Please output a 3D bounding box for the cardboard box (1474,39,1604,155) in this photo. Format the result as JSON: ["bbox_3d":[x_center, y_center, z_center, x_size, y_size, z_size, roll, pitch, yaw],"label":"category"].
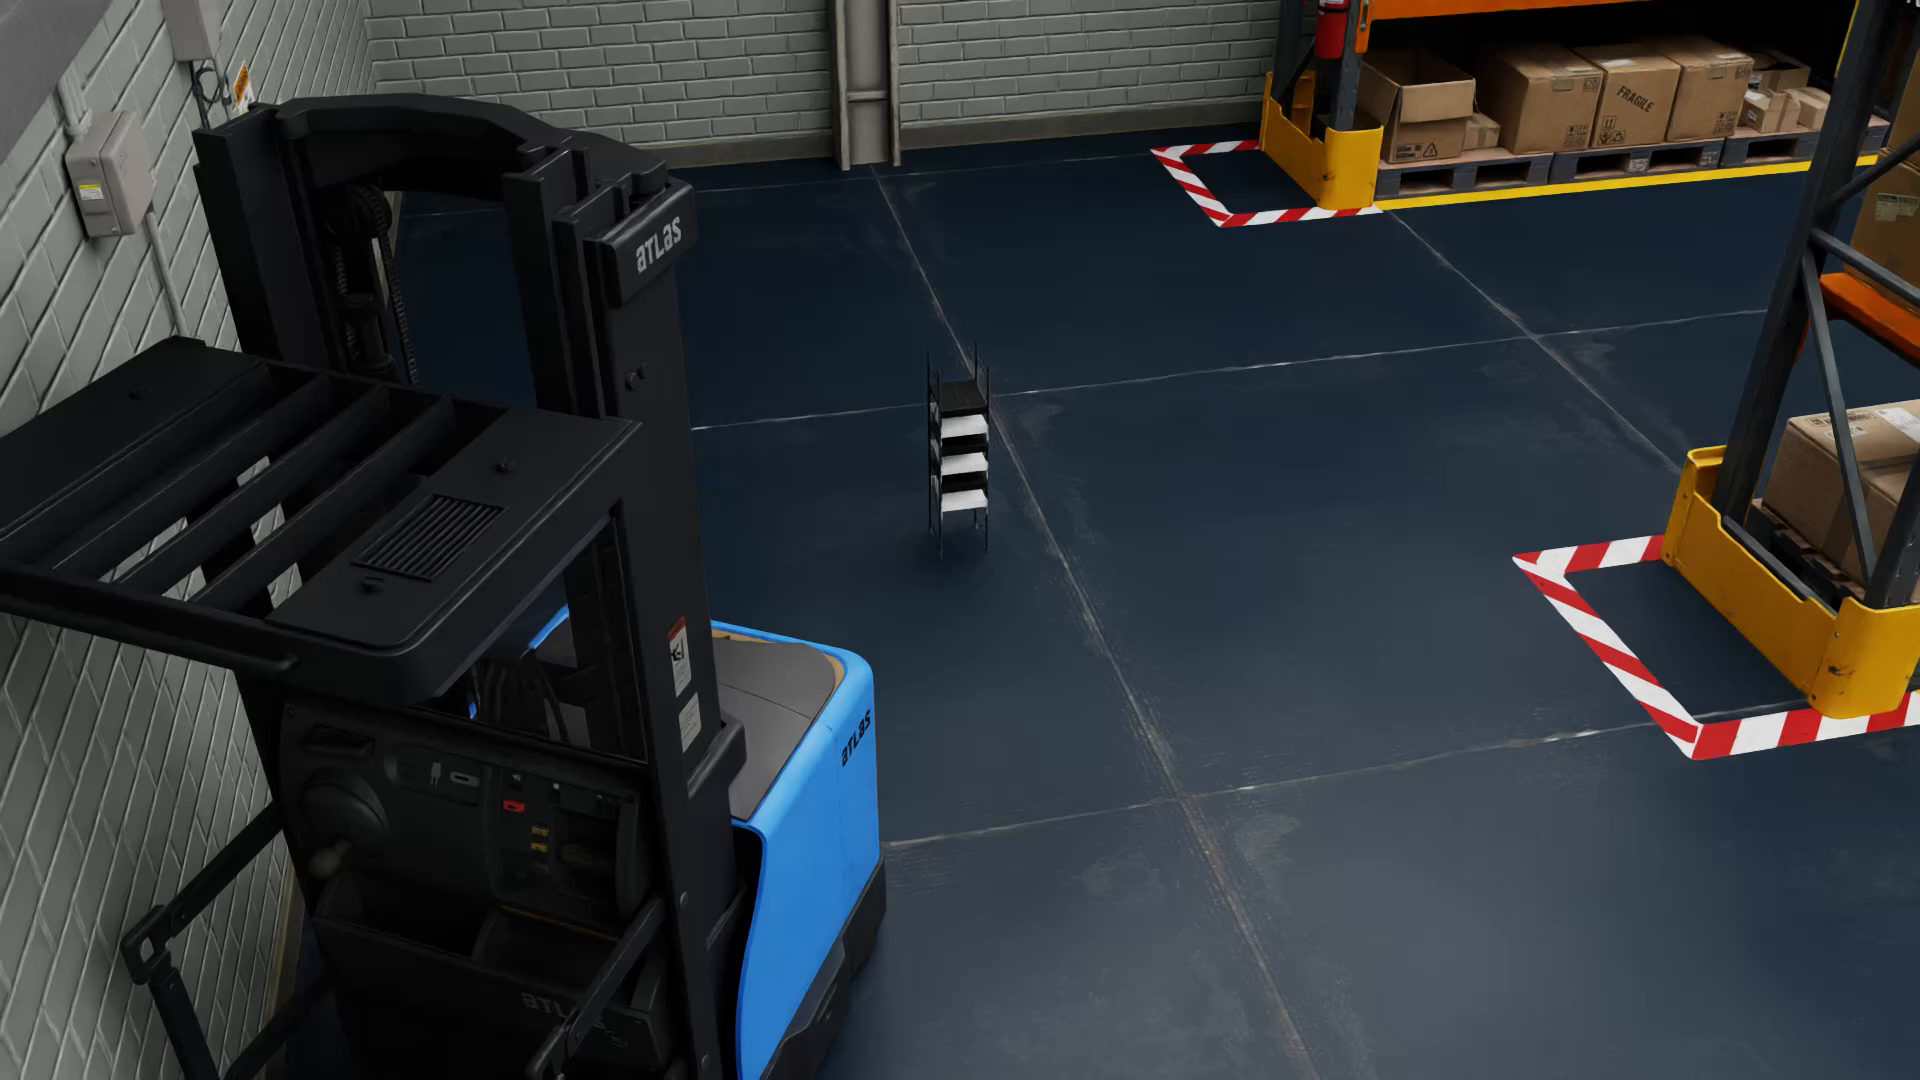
[{"bbox_3d":[3.676,-2.848,10.668,0.500,0.500,0.700,-6,34,-9],"label":"cardboard box"}]

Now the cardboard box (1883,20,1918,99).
[{"bbox_3d":[6.639,-3.169,11.147,0.500,0.500,0.500,-6,34,-8],"label":"cardboard box"}]

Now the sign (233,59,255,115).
[{"bbox_3d":[-2.691,-1.647,6.272,0.001,0.242,0.339,-7,35,-11],"label":"sign"}]

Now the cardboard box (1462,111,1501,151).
[{"bbox_3d":[3.256,-2.649,10.687,0.250,0.149,0.380,-9,35,-12],"label":"cardboard box"}]

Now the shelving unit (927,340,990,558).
[{"bbox_3d":[-0.008,-0.373,6.998,0.210,0.900,0.258,-7,35,-11],"label":"shelving unit"}]

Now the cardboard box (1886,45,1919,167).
[{"bbox_3d":[3.732,-1.552,5.883,0.500,0.500,0.500,-6,34,-9],"label":"cardboard box"}]

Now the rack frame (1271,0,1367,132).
[{"bbox_3d":[2.216,-3.603,9.928,0.127,3.000,1.000,-7,35,-11],"label":"rack frame"}]

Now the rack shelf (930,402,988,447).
[{"bbox_3d":[-0.008,-0.494,6.916,0.200,0.077,0.258,-7,35,-11],"label":"rack shelf"}]

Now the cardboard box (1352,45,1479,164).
[{"bbox_3d":[2.833,-2.765,10.542,0.637,0.503,0.797,-9,35,-12],"label":"cardboard box"}]

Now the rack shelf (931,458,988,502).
[{"bbox_3d":[-0.008,-0.270,7.066,0.200,0.077,0.258,-7,35,-11],"label":"rack shelf"}]

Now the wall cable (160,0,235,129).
[{"bbox_3d":[-2.504,-1.392,5.720,0.122,1.984,0.588,-7,35,-11],"label":"wall cable"}]

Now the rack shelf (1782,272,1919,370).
[{"bbox_3d":[5.265,-0.853,6.475,4.000,0.370,1.077,-7,35,-11],"label":"rack shelf"}]

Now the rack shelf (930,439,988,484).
[{"bbox_3d":[-0.008,-0.345,7.016,0.200,0.077,0.258,-7,35,-11],"label":"rack shelf"}]

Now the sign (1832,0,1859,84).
[{"bbox_3d":[3.208,-1.782,5.962,0.005,0.325,0.100,-7,35,-11],"label":"sign"}]

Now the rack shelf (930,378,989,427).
[{"bbox_3d":[-0.008,-0.569,6.866,0.200,0.077,0.258,-7,35,-11],"label":"rack shelf"}]

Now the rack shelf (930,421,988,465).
[{"bbox_3d":[-0.008,-0.420,6.966,0.200,0.077,0.258,-7,35,-11],"label":"rack shelf"}]

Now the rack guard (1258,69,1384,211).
[{"bbox_3d":[2.290,-2.575,10.638,0.348,0.500,1.175,-7,35,-11],"label":"rack guard"}]

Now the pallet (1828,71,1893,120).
[{"bbox_3d":[6.902,-3.058,11.617,1.213,0.211,1.003,-7,35,-11],"label":"pallet"}]

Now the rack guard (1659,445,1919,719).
[{"bbox_3d":[3.291,0.135,6.601,0.348,0.500,1.175,-7,35,-11],"label":"rack guard"}]

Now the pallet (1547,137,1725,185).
[{"bbox_3d":[4.255,-2.701,11.086,1.213,0.211,1.003,-7,35,-11],"label":"pallet"}]

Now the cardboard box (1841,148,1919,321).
[{"bbox_3d":[3.727,-1.151,6.183,0.500,0.500,0.500,-7,34,-10],"label":"cardboard box"}]

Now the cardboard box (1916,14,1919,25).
[{"bbox_3d":[6.526,-3.400,10.910,0.250,0.149,0.380,-6,34,-8],"label":"cardboard box"}]

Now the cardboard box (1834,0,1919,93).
[{"bbox_3d":[6.531,-3.453,11.570,0.500,0.500,0.500,-7,35,-11],"label":"cardboard box"}]

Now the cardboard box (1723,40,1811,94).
[{"bbox_3d":[5.421,-3.200,11.363,0.500,0.311,0.500,-6,34,-9],"label":"cardboard box"}]

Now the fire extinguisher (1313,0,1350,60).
[{"bbox_3d":[2.174,-3.147,9.652,0.183,0.674,0.296,-7,35,-11],"label":"fire extinguisher"}]

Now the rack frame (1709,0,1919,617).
[{"bbox_3d":[3.314,-0.906,5.908,0.127,3.000,1.000,-7,35,-11],"label":"rack frame"}]

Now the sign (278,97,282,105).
[{"bbox_3d":[-2.812,-1.564,6.973,0.001,0.494,0.329,-7,35,-11],"label":"sign"}]

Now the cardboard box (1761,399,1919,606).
[{"bbox_3d":[3.936,-0.152,6.707,0.875,0.438,0.875,-8,35,-12],"label":"cardboard box"}]

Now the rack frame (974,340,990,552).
[{"bbox_3d":[0.091,-0.385,7.016,0.006,0.900,0.240,-7,35,-11],"label":"rack frame"}]

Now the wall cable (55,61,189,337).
[{"bbox_3d":[-2.180,-0.635,4.565,0.123,1.953,0.585,-7,35,-11],"label":"wall cable"}]

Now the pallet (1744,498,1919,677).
[{"bbox_3d":[4.077,0.111,6.895,1.213,0.211,1.003,-7,35,-11],"label":"pallet"}]

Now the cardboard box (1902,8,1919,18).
[{"bbox_3d":[6.413,-3.703,11.360,0.250,0.149,0.380,-9,35,-12],"label":"cardboard box"}]

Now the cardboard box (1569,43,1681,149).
[{"bbox_3d":[4.213,-2.858,10.684,0.500,0.500,0.500,-7,34,-10],"label":"cardboard box"}]

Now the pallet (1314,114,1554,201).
[{"bbox_3d":[3.067,-2.553,10.866,1.213,0.211,1.003,-7,35,-11],"label":"pallet"}]

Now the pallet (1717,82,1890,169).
[{"bbox_3d":[5.447,-2.853,11.313,1.213,0.211,1.003,-7,35,-11],"label":"pallet"}]

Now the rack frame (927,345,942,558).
[{"bbox_3d":[-0.107,-0.360,6.979,0.006,0.900,0.240,-7,35,-11],"label":"rack frame"}]

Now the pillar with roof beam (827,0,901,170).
[{"bbox_3d":[0.337,-3.913,5.006,0.400,9.000,9.100,-7,35,-11],"label":"pillar with roof beam"}]

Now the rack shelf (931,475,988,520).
[{"bbox_3d":[-0.008,-0.196,7.117,0.200,0.077,0.258,-7,35,-11],"label":"rack shelf"}]

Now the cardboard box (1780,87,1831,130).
[{"bbox_3d":[5.639,-2.858,10.998,0.250,0.149,0.380,-8,35,-12],"label":"cardboard box"}]

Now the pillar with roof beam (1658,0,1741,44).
[{"bbox_3d":[6.189,-4.651,6.105,0.400,9.000,9.100,-7,35,-11],"label":"pillar with roof beam"}]

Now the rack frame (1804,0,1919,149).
[{"bbox_3d":[6.117,-4.095,10.661,0.127,3.000,1.000,-7,35,-11],"label":"rack frame"}]

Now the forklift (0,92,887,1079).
[{"bbox_3d":[-1.205,0.691,3.590,1.130,2.935,3.031,11,35,16],"label":"forklift"}]

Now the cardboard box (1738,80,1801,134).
[{"bbox_3d":[5.290,-2.862,10.900,0.258,0.266,0.396,-6,34,-9],"label":"cardboard box"}]

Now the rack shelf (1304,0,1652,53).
[{"bbox_3d":[4.167,-3.551,10.495,4.000,0.370,1.077,-7,35,-11],"label":"rack shelf"}]

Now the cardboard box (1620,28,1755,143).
[{"bbox_3d":[4.688,-2.975,10.858,0.500,0.500,0.700,-8,35,-12],"label":"cardboard box"}]
